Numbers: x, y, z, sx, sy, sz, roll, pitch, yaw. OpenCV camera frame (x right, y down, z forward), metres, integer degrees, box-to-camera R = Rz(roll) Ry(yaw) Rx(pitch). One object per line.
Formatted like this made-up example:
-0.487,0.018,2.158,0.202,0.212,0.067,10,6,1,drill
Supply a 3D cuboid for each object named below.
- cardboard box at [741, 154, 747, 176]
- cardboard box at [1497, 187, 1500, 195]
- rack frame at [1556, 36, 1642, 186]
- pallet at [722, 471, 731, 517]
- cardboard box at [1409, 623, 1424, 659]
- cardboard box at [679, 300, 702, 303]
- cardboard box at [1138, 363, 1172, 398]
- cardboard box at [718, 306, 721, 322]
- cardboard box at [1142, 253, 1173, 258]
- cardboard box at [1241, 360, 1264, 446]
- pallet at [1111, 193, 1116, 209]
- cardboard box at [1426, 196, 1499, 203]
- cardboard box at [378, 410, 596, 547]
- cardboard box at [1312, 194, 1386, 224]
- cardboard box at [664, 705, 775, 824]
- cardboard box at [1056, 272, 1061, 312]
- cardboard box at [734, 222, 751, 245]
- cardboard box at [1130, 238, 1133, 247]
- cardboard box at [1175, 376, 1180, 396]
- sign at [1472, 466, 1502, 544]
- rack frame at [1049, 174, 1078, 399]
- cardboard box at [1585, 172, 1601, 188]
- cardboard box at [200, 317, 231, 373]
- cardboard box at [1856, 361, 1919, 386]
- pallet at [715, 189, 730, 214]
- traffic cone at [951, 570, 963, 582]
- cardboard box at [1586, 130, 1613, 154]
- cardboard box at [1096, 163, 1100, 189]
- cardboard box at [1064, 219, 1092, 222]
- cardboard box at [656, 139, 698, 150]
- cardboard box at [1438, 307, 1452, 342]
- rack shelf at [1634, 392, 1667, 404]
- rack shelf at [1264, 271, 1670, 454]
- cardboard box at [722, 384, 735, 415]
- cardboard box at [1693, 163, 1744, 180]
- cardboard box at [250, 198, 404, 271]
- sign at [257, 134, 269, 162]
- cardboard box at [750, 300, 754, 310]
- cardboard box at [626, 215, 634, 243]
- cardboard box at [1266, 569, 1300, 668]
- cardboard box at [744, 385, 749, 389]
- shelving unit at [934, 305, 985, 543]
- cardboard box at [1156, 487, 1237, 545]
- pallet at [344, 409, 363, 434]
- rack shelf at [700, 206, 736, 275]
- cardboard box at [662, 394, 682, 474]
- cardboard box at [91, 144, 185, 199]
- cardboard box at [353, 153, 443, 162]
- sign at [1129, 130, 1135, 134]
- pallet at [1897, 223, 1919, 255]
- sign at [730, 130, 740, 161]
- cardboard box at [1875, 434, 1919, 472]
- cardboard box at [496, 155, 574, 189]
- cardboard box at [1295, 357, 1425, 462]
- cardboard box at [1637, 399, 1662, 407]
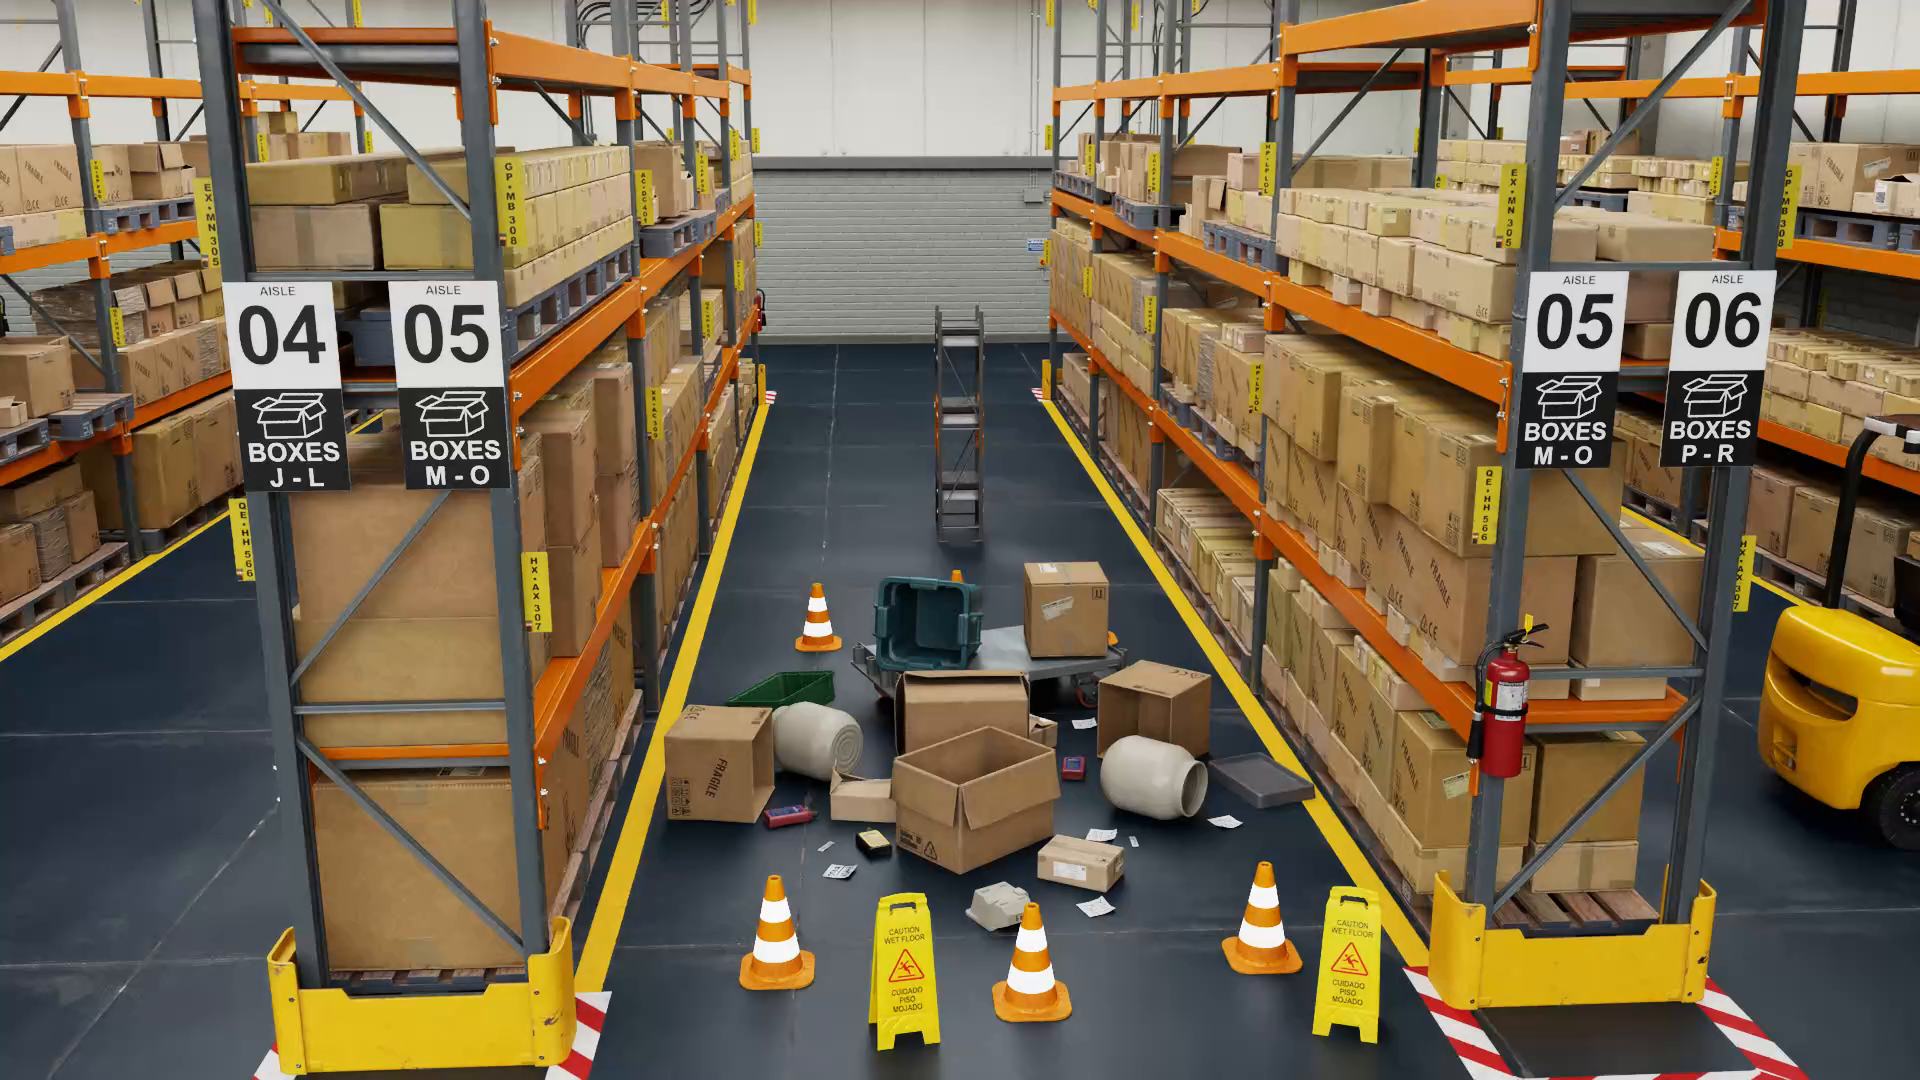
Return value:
-2.865,-4.566,20.254,0.500,0.250,0.500,-1,14,-3,cardboard box
6.579,-4.098,19.642,0.380,0.149,0.250,-1,14,-4,cardboard box
6.927,-5.399,18.173,1.000,3.000,0.127,-1,14,-3,rack frame
-2.833,-0.466,16.637,1.003,0.211,1.213,-1,14,-3,pallet
2.359,0.475,7.887,0.380,0.149,0.250,-1,14,-4,cardboard box
-2.682,-2.330,16.752,0.380,0.149,0.250,-1,14,-5,cardboard box
1.930,-1.470,15.244,0.500,0.250,0.500,-1,14,-5,cardboard box
-2.722,-2.378,17.539,0.380,0.149,0.250,-1,14,-3,cardboard box
2.251,-2.841,18.065,0.500,0.500,0.500,0,14,-2,cardboard box
2.211,-0.933,11.217,0.500,0.500,0.500,-1,14,-4,cardboard box
2.079,-3.548,17.386,0.805,0.209,1.217,-1,15,-6,pallet
2.786,-1.809,9.145,0.380,0.149,0.250,-1,14,-5,cardboard box
-2.227,-0.295,7.908,0.875,0.550,0.550,-1,14,-3,cardboard box
2.205,-1.864,9.359,0.380,0.149,0.250,-1,14,-4,cardboard box
-1.345,1.255,9.364,0.500,0.500,0.500,2,15,6,cardboard box
1.527,-3.210,21.504,0.500,0.500,0.500,-1,14,-4,cardboard box
-2.901,-3.750,20.999,0.500,0.500,0.500,-1,14,-5,cardboard box
2.123,-3.471,19.213,0.380,0.149,0.250,-1,14,-4,cardboard box
2.010,-1.279,13.864,0.380,0.149,0.250,-2,15,-7,cardboard box
2.161,-0.141,6.822,0.100,0.325,0.005,-1,14,-3,sign
1.725,-3.410,22.485,1.000,3.000,0.127,-1,14,-3,rack frame
6.621,-3.678,16.967,0.380,0.149,0.250,-1,14,-2,cardboard box
-7.553,-1.946,16.593,0.500,0.500,0.500,-1,14,-4,cardboard box
7.071,-1.265,12.644,0.380,0.149,0.250,-1,14,-3,cardboard box
-3.029,-3.521,17.271,1.213,0.211,1.003,-1,14,-3,pallet
-0.022,0.459,12.537,0.336,0.463,0.334,-1,14,-3,traffic cone
7.014,-4.346,18.133,0.396,0.266,0.258,-1,14,-4,cardboard box
1.655,-3.877,17.705,0.396,0.266,0.258,-1,14,-4,cardboard box
1.558,-4.101,21.659,0.380,0.149,0.250,-1,14,-2,cardboard box
-2.551,-3.487,15.026,0.396,0.266,0.258,-1,14,-3,cardboard box
2.384,-0.975,7.503,0.380,0.149,0.250,0,14,-2,cardboard box
7.051,-1.647,17.077,1.077,0.370,4.000,-1,14,-3,rack shelf
2.592,-1.033,8.669,1.077,0.370,4.000,-1,14,-3,rack shelf
-2.663,-1.489,17.685,0.500,0.250,0.500,-1,14,-5,cardboard box
6.947,-3.364,15.187,0.380,0.149,0.250,-1,14,-5,cardboard box
-2.527,-1.223,6.624,0.500,0.250,0.500,-1,14,-3,cardboard box
-7.377,-4.129,17.589,0.100,0.325,0.005,-1,14,-3,sign
-2.907,-3.110,21.824,0.380,0.149,0.250,-1,14,-3,cardboard box
-2.124,-1.822,9.751,0.380,0.149,0.250,-1,14,-4,cardboard box
2.236,0.490,10.496,0.500,0.500,0.500,0,14,-1,cardboard box
-2.815,-1.827,20.612,0.380,0.149,0.250,0,14,-1,cardboard box
-0.010,-1.058,15.148,0.431,2.100,0.503,-1,14,-3,shelving unit
2.246,-0.211,14.481,0.950,0.372,0.625,-2,15,-7,cardboard box
-7.966,-1.407,20.293,1.003,0.211,1.213,-1,14,-3,pallet
-2.837,-2.921,16.007,1.077,0.370,4.000,-1,14,-3,rack shelf
-2.290,-0.758,11.975,0.500,0.500,0.500,-1,14,-4,cardboard box
-7.818,-3.482,15.692,0.797,0.503,0.637,-1,14,-4,cardboard box
-2.672,-1.757,7.898,0.380,0.149,0.250,-1,14,-3,cardboard box
2.268,-5.258,22.030,0.100,0.325,0.005,-1,14,-3,sign
7.355,-2.083,11.689,0.805,0.209,1.217,-1,15,-6,pallet
-2.408,-4.217,17.774,0.100,0.325,0.005,-1,14,-3,sign
7.093,-0.677,12.163,0.500,0.250,0.500,-1,14,-4,cardboard box
-1.999,-1.703,7.689,0.380,0.149,0.250,-1,14,-4,cardboard box
2.293,-0.737,9.292,0.700,0.500,0.500,-1,14,-5,cardboard box
7.360,-1.392,17.512,0.380,0.149,0.250,-1,14,-3,cardboard box
